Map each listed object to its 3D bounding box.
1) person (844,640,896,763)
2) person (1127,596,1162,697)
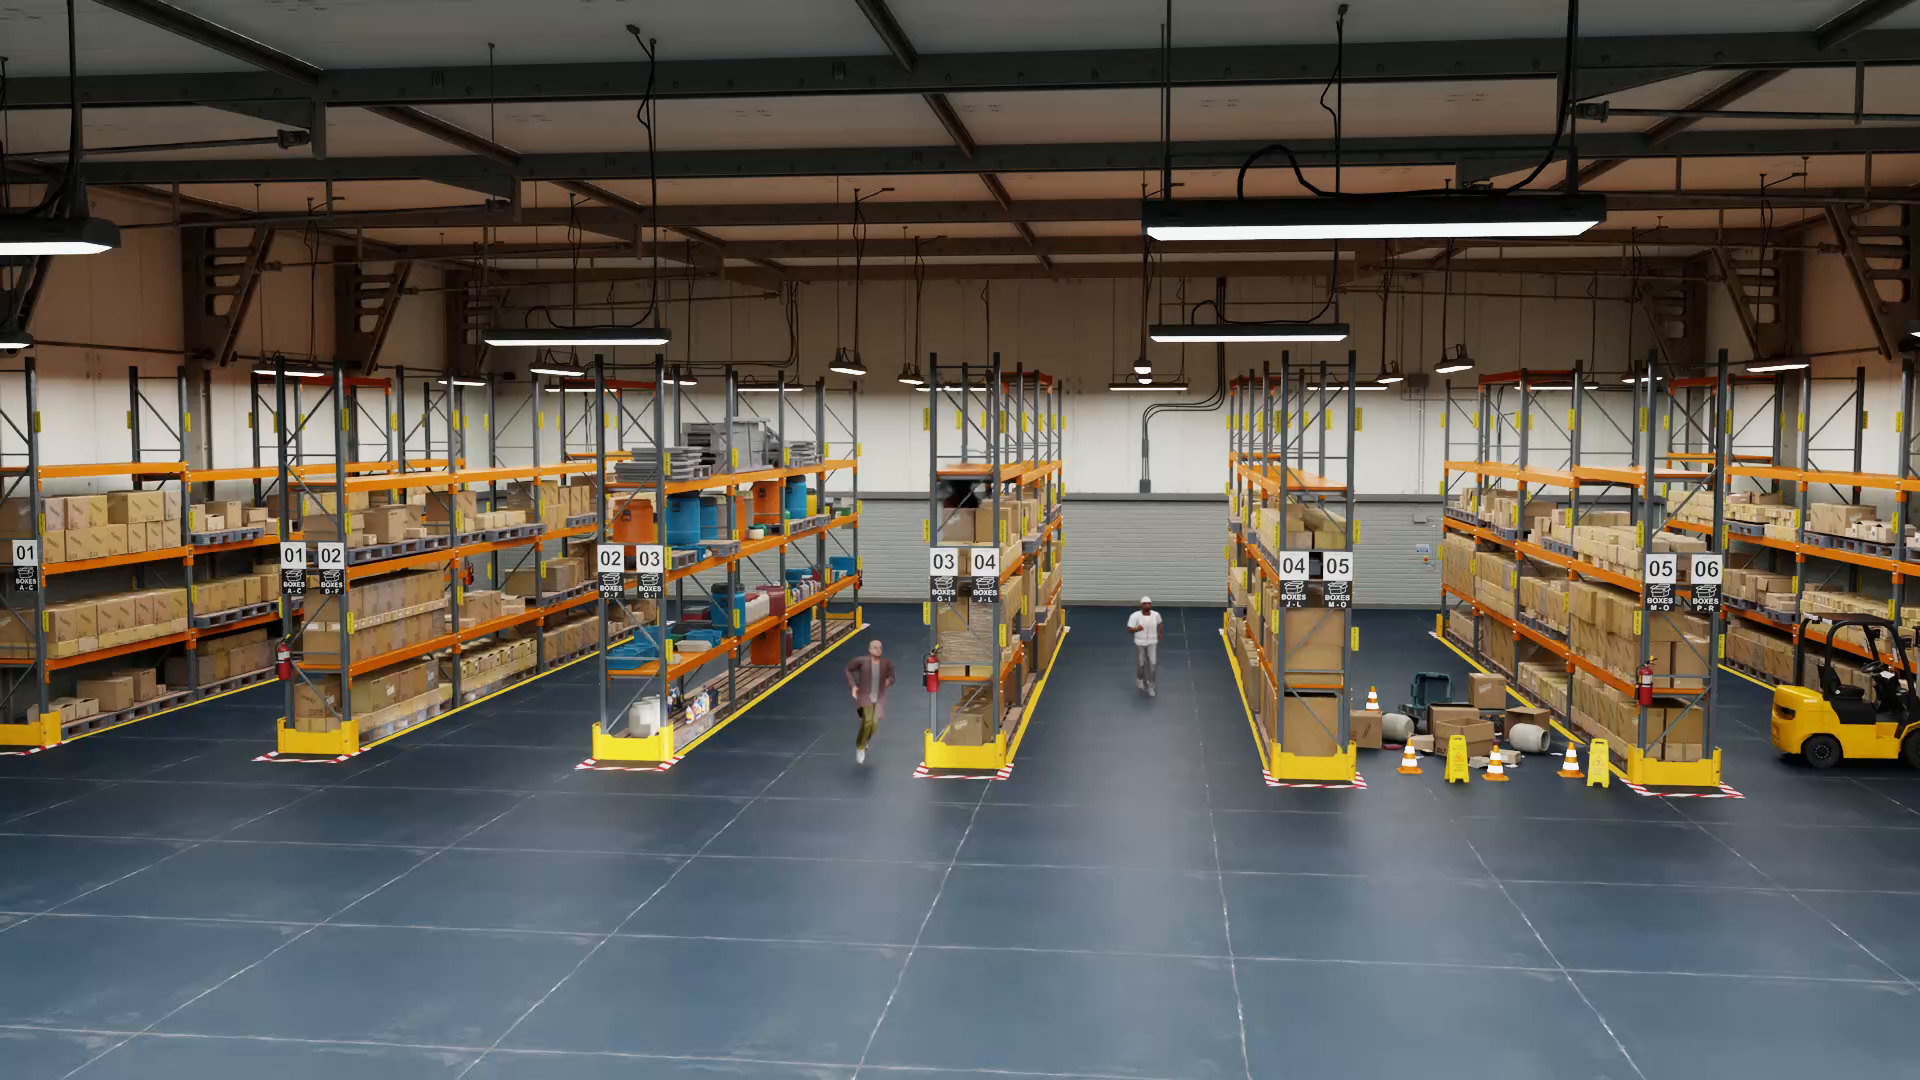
[{"bbox_3d":[-1.271,2.289,23.942,0.704,1.708,0.843,-2,4,-22],"label":"person"},{"bbox_3d":[3.415,1.937,30.599,0.682,1.808,0.807,0,4,-2],"label":"person"}]
